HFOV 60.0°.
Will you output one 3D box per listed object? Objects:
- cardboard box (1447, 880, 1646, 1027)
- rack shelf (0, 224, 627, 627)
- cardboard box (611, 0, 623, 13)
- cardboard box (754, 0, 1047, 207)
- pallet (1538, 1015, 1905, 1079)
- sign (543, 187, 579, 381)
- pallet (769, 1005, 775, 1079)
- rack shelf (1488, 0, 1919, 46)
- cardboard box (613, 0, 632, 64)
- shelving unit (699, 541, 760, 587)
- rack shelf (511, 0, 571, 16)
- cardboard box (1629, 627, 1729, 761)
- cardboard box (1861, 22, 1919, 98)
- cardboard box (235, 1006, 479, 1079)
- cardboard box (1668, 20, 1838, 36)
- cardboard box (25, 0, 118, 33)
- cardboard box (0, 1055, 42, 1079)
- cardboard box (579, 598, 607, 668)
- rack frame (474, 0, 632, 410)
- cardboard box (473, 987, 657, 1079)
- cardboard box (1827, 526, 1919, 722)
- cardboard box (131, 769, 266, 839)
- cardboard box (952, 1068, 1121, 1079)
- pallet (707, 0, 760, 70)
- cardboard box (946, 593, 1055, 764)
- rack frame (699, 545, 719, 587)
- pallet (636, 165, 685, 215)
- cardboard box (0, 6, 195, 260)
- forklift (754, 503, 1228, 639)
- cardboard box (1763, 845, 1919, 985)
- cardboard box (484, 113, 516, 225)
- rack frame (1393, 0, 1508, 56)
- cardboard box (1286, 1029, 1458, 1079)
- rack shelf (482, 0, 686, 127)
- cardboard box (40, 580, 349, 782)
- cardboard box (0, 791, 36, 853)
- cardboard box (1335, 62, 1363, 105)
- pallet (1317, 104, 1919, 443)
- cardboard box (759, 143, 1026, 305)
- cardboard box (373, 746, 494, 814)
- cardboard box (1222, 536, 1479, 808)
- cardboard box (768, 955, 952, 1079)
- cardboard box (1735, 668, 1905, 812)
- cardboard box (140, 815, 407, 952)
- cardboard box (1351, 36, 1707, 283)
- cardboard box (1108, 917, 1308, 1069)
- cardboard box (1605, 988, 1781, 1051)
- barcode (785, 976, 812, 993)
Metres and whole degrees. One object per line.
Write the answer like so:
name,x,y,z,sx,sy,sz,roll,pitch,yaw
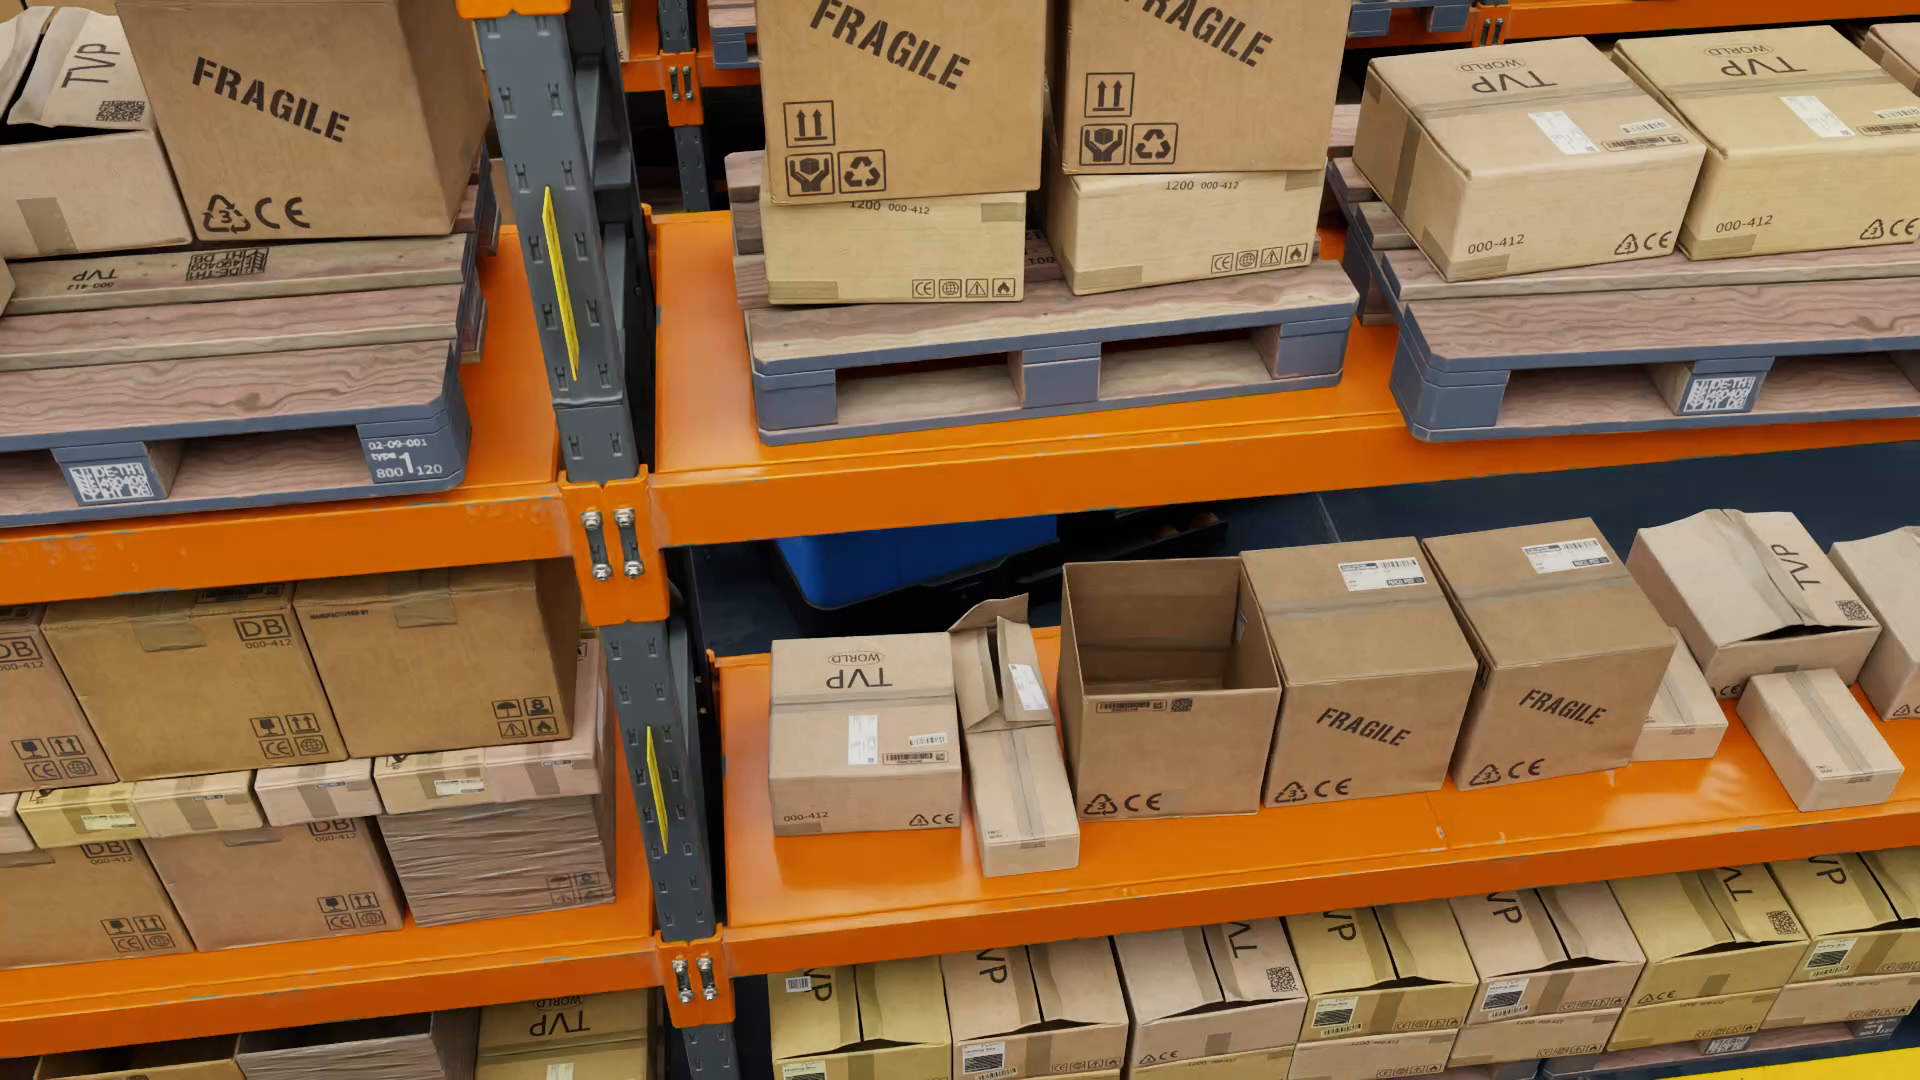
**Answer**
cardboard box,1.719,1.149,5.057,0.500,0.311,0.500,-5,42,-6
rack shelf,-2.727,-0.134,3.456,4.000,0.370,1.077,-5,42,-6
cardboard box,-1.819,-2.734,7.578,0.500,0.500,0.500,-5,42,-6
cardboard box,-0.127,-0.980,3.096,0.500,0.500,0.500,-5,42,-5
pallet,2.401,1.273,5.681,1.213,0.211,1.003,-5,42,-6
sign,-0.670,-0.427,2.799,0.005,0.325,0.100,-5,42,-6
pallet,-0.018,1.485,5.446,1.213,0.211,1.003,-5,42,-6
rack shelf,4.559,-3.004,8.878,4.000,0.370,1.077,-5,42,-6
cardboard box,-1.820,-2.459,7.834,0.500,0.250,0.500,-5,42,-5
shelving unit,-1.093,-0.318,6.697,0.189,1.200,0.258,-21,45,-4
rack shelf,1.239,-1.446,2.970,4.000,0.370,1.077,-5,42,-6
cardboard box,1.965,0.434,4.717,0.250,0.149,0.380,-2,42,-2
cardboard box,2.262,-0.888,3.553,0.500,0.250,0.500,-4,42,-4
cardboard box,-1.673,1.347,4.696,0.500,0.500,0.500,-5,42,-6
cardboard box,4.192,-2.504,9.078,0.750,0.750,0.750,-5,42,-6
cardboard box,-3.839,-2.552,7.377,0.500,0.500,0.500,-6,42,-7
cardboard box,-2.662,1.446,4.587,0.500,0.500,0.500,-5,42,-6
cardboard box,-1.036,0.156,4.278,0.250,0.149,0.380,-5,42,-6
rack frame,-0.744,-1.688,2.403,0.127,3.000,1.000,-5,42,-6
cardboard box,-1.175,1.590,4.987,0.500,0.250,0.500,-5,42,-6
cardboard box,2.856,0.228,4.824,0.500,0.311,0.500,-3,42,-3
cardboard box,-1.751,0.495,3.902,0.250,0.149,0.380,-5,42,-6
cardboard box,0.195,1.491,5.097,0.500,0.250,0.500,-4,42,-4
pallet,-0.613,-2.649,8.090,1.213,0.211,1.003,-5,42,-6
cardboard box,0.104,0.391,4.677,0.258,0.266,0.396,-6,42,-7
rack frame,-1.179,-0.286,6.690,0.006,1.200,0.240,-21,45,-4
pallet,-2.051,-1.633,8.903,1.213,0.211,1.003,-5,42,-6
cardboard box,-1.813,-0.834,3.344,0.500,0.311,0.500,-7,43,-8
forklift,0.598,-1.296,6.499,3.031,2.935,1.130,-17,45,-18
cardboard box,2.735,1.058,5.158,0.500,0.311,0.500,-4,42,-4
cardboard box,-2.414,-1.869,8.620,0.500,0.500,0.500,-8,43,-9
rack frame,2.576,-3.097,8.444,0.127,3.000,1.000,-5,42,-6
cardboard box,1.213,1.400,5.197,0.500,0.250,0.500,-4,42,-5
rack shelf,-3.373,-2.309,8.108,4.000,0.370,1.077,-5,42,-6
cardboard box,-1.684,0.108,3.847,0.500,0.500,0.700,-5,42,-6
cardboard box,-2.245,0.537,3.857,0.250,0.149,0.380,-4,42,-4
cardboard box,1.869,-2.235,9.027,0.500,0.500,0.700,-4,42,-5
pallet,1.452,-0.634,3.615,1.213,0.211,1.003,-3,42,-4
cardboard box,-0.132,-0.722,3.370,0.500,0.250,0.500,-1,42,-1
cardboard box,-1.231,0.448,3.955,0.250,0.149,0.380,-6,42,-6
cardboard box,1.039,0.357,4.540,0.500,0.500,0.500,-5,42,-5
cardboard box,-0.302,1.326,4.861,0.500,0.311,0.500,-5,42,-5
cardboard box,2.366,0.547,4.592,0.250,0.149,0.380,-5,42,-6
cardboard box,-1.705,0.595,4.276,0.500,0.500,0.700,-5,42,-6
cardboard box,1.160,-0.800,3.456,0.500,0.250,0.500,-8,43,-9
cardboard box,0.708,1.240,4.956,0.500,0.311,0.500,-6,42,-7
cardboard box,2.222,1.312,5.295,0.500,0.250,0.500,-5,42,-6
barcode,-0.437,1.202,4.499,0.075,0.075,0.001,-5,42,-6
